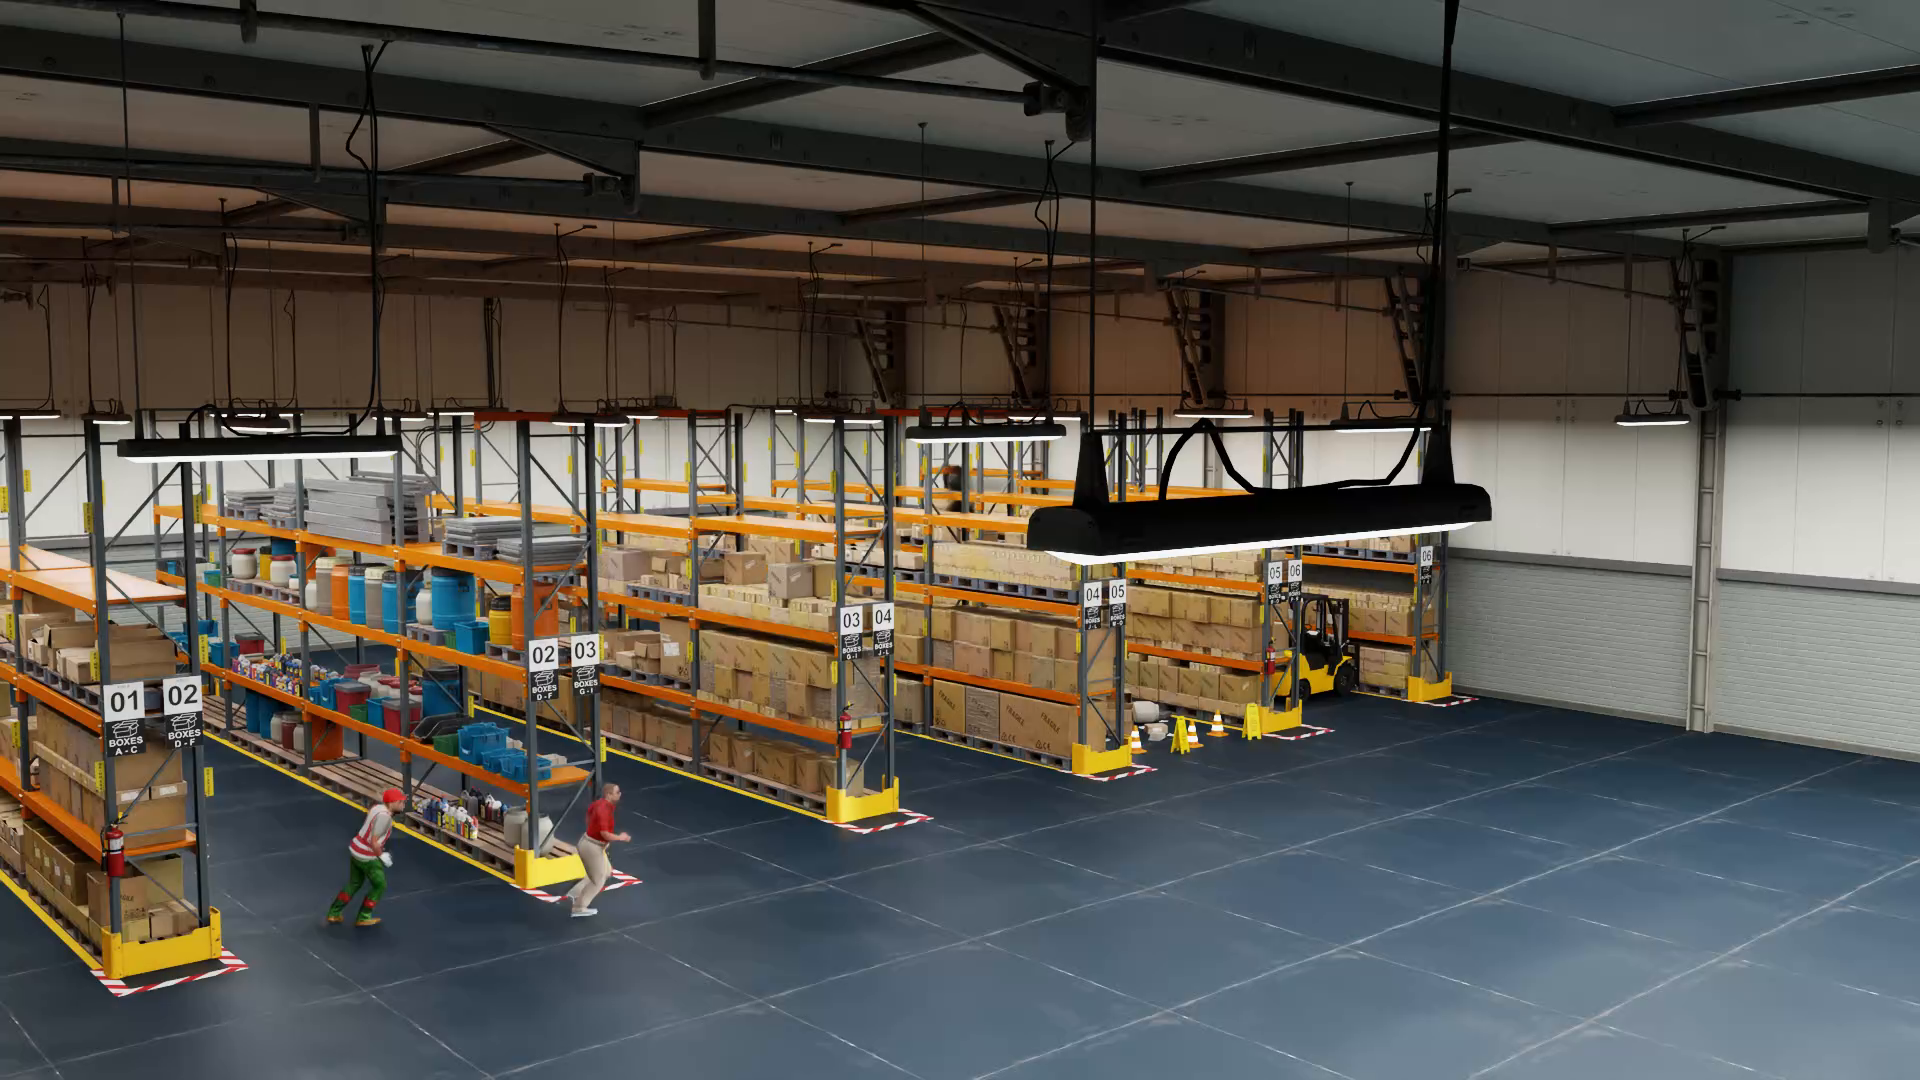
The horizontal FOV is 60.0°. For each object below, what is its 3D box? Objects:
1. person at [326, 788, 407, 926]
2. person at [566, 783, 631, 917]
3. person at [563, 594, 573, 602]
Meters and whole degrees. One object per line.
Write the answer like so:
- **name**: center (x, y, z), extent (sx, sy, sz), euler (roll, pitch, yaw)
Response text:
- **person**: center (-7.063, 3.781, 19.789), extent (0.903, 1.636, 0.683), euler (-4, 6, -36)
- **person**: center (-4.396, 3.755, 20.223), extent (0.784, 1.611, 0.656), euler (-2, 5, -18)
- **person**: center (-9.400, 1.999, 40.091), extent (0.670, 1.691, 0.697), euler (2, 5, 17)
